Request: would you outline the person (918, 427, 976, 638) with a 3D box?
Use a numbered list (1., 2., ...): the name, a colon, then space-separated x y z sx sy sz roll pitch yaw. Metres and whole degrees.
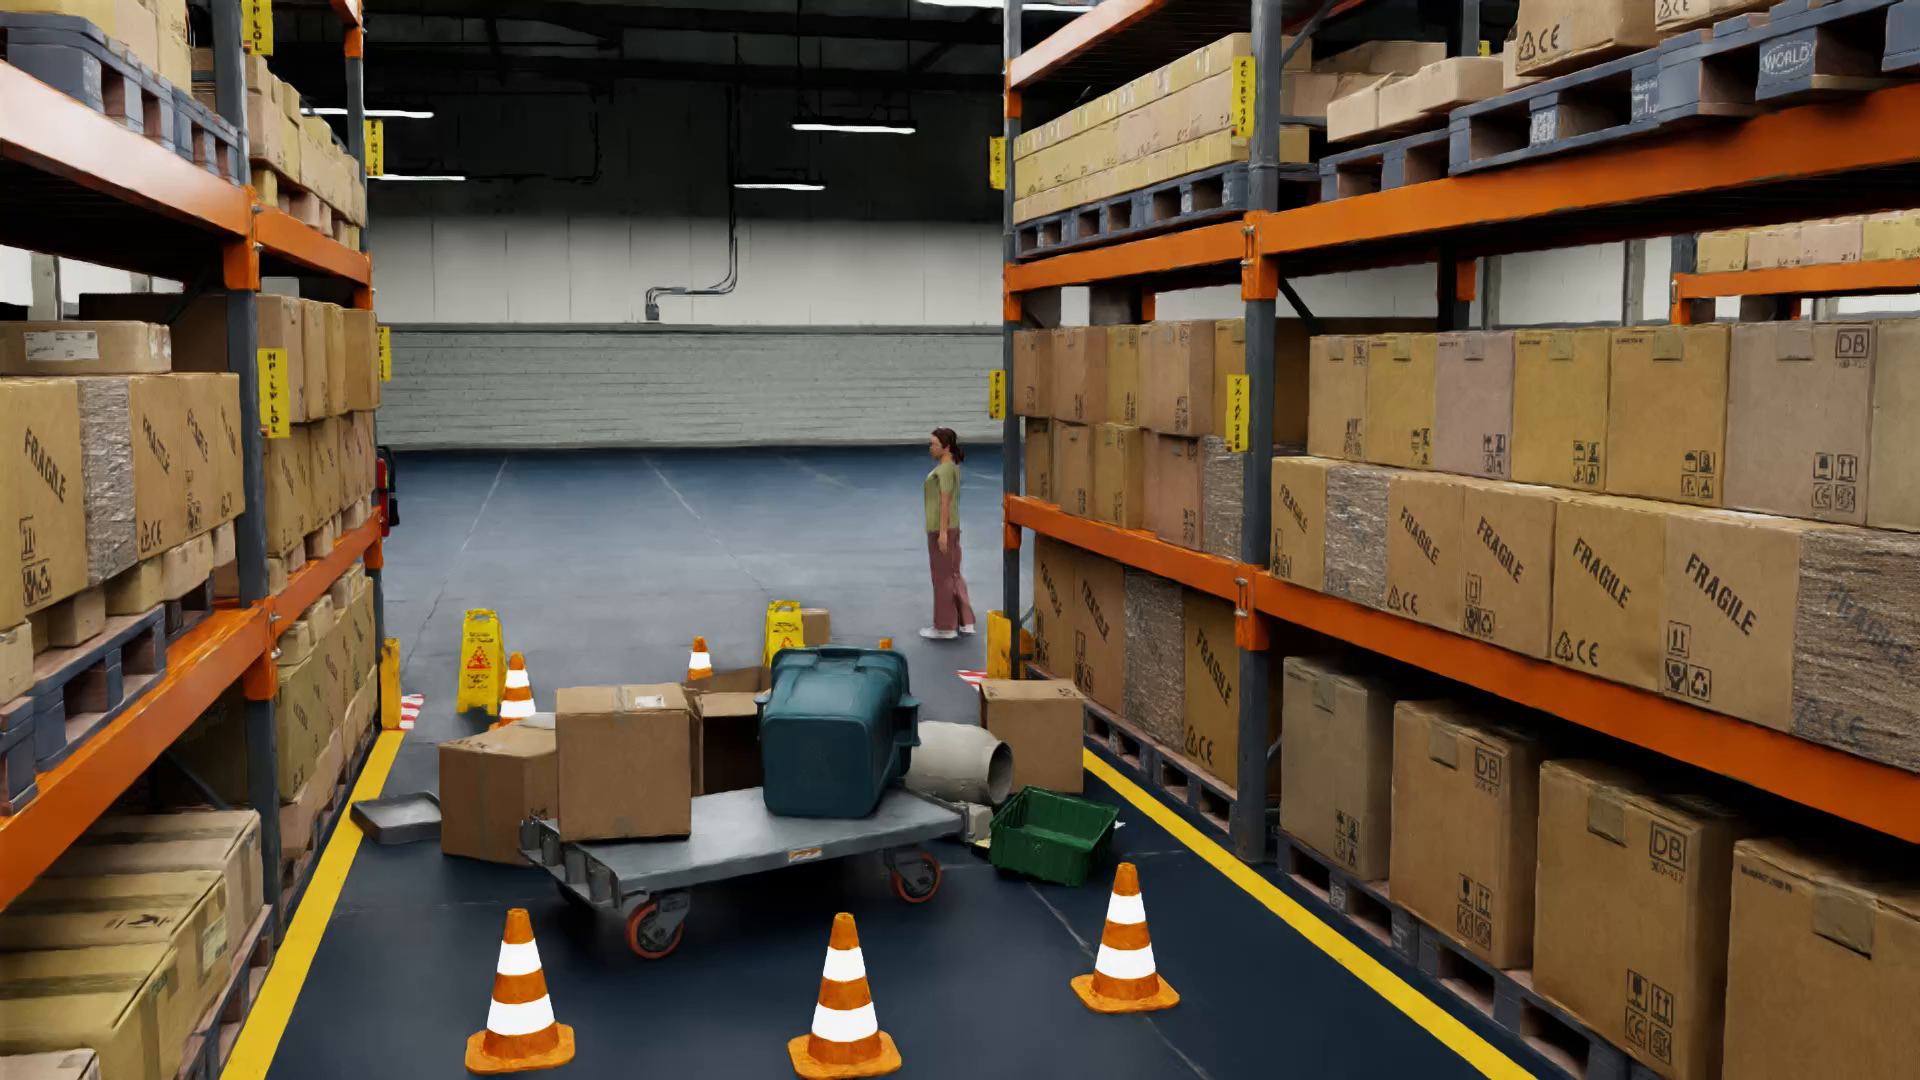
1. person: -0.100 -0.064 13.148 0.435 1.667 0.609 1 6 12
